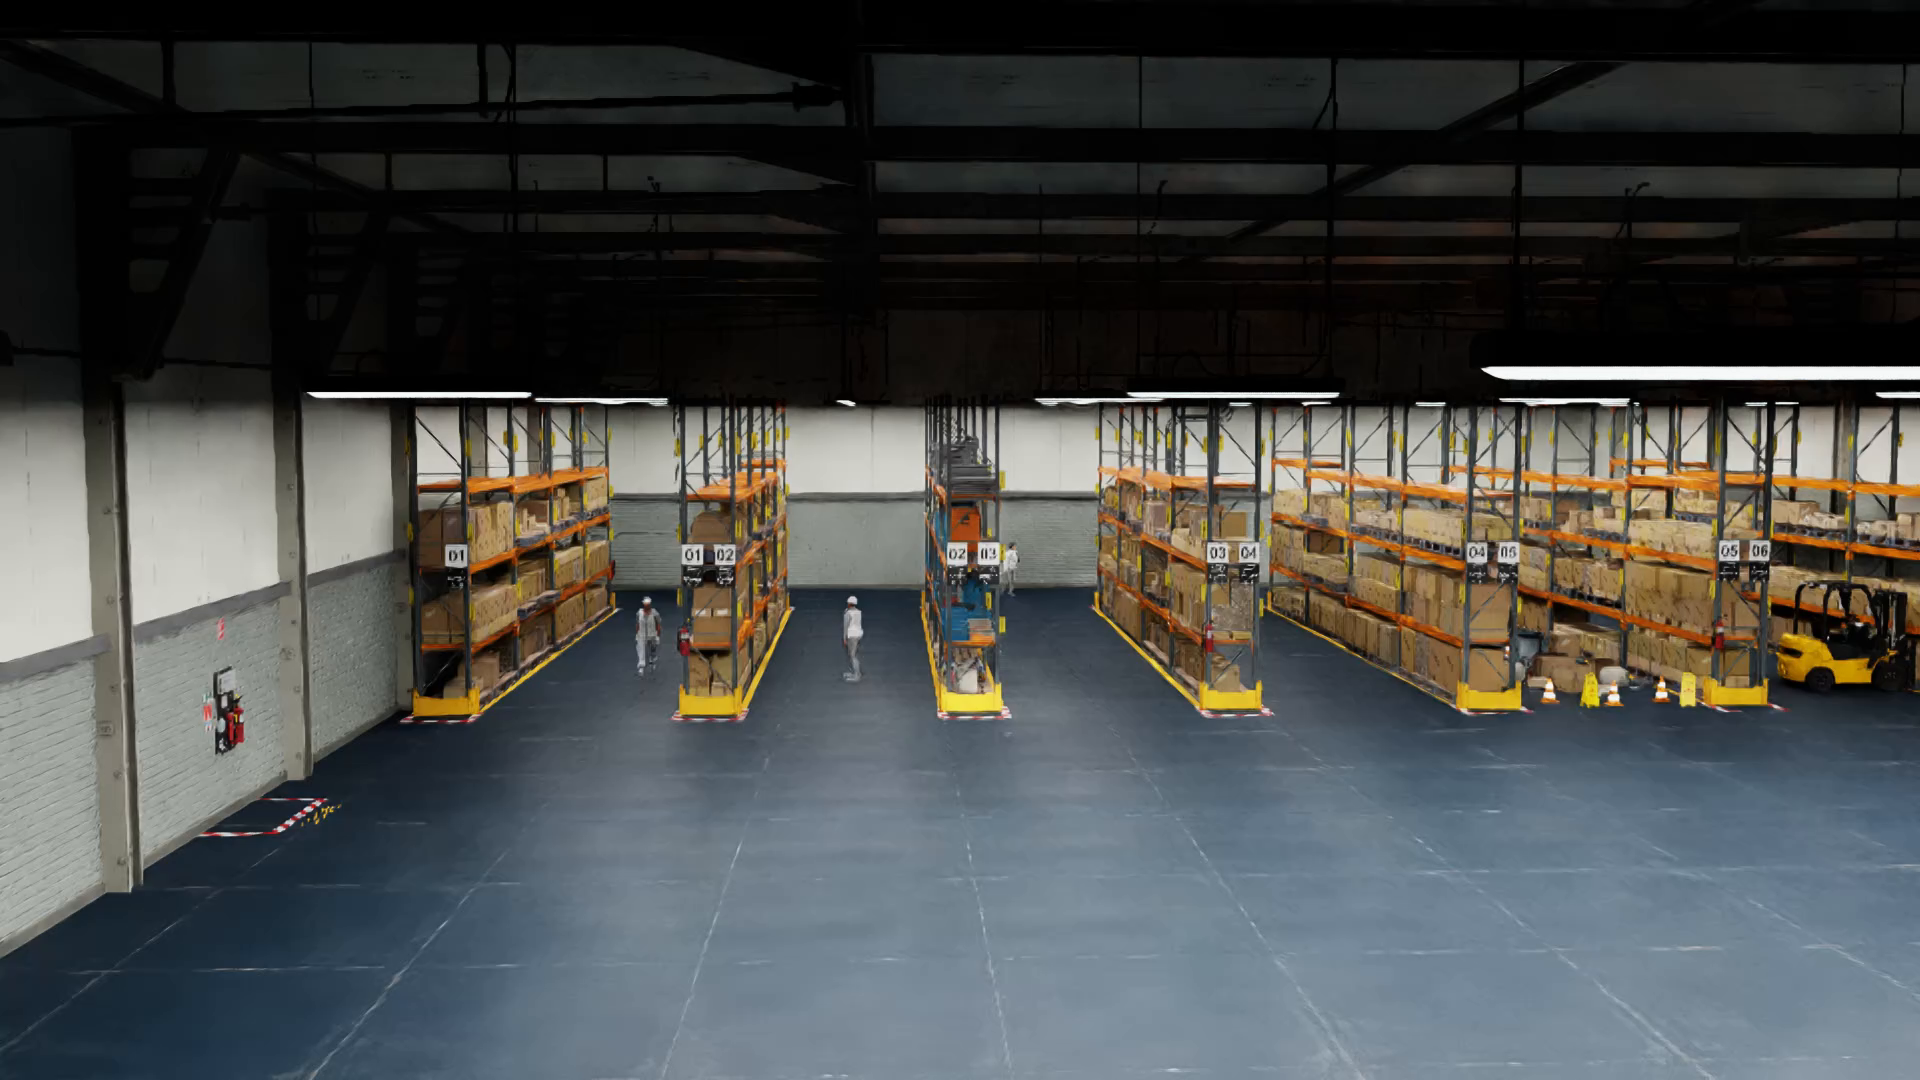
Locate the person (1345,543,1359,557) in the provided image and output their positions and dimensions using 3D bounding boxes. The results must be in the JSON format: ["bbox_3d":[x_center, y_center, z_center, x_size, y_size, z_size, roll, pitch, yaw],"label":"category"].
[{"bbox_3d":[12.017,0.893,51.018,0.580,1.619,0.507,0,5,-4],"label":"person"}]

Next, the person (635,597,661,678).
[{"bbox_3d":[-6.668,2.051,35.500,0.550,1.708,1.124,0,5,-5],"label":"person"}]

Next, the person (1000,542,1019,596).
[{"bbox_3d":[1.512,0.865,51.052,0.523,1.664,0.534,-4,6,-39],"label":"person"}]

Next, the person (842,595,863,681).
[{"bbox_3d":[-2.294,2.049,35.119,0.576,1.768,0.626,2,5,28],"label":"person"}]
